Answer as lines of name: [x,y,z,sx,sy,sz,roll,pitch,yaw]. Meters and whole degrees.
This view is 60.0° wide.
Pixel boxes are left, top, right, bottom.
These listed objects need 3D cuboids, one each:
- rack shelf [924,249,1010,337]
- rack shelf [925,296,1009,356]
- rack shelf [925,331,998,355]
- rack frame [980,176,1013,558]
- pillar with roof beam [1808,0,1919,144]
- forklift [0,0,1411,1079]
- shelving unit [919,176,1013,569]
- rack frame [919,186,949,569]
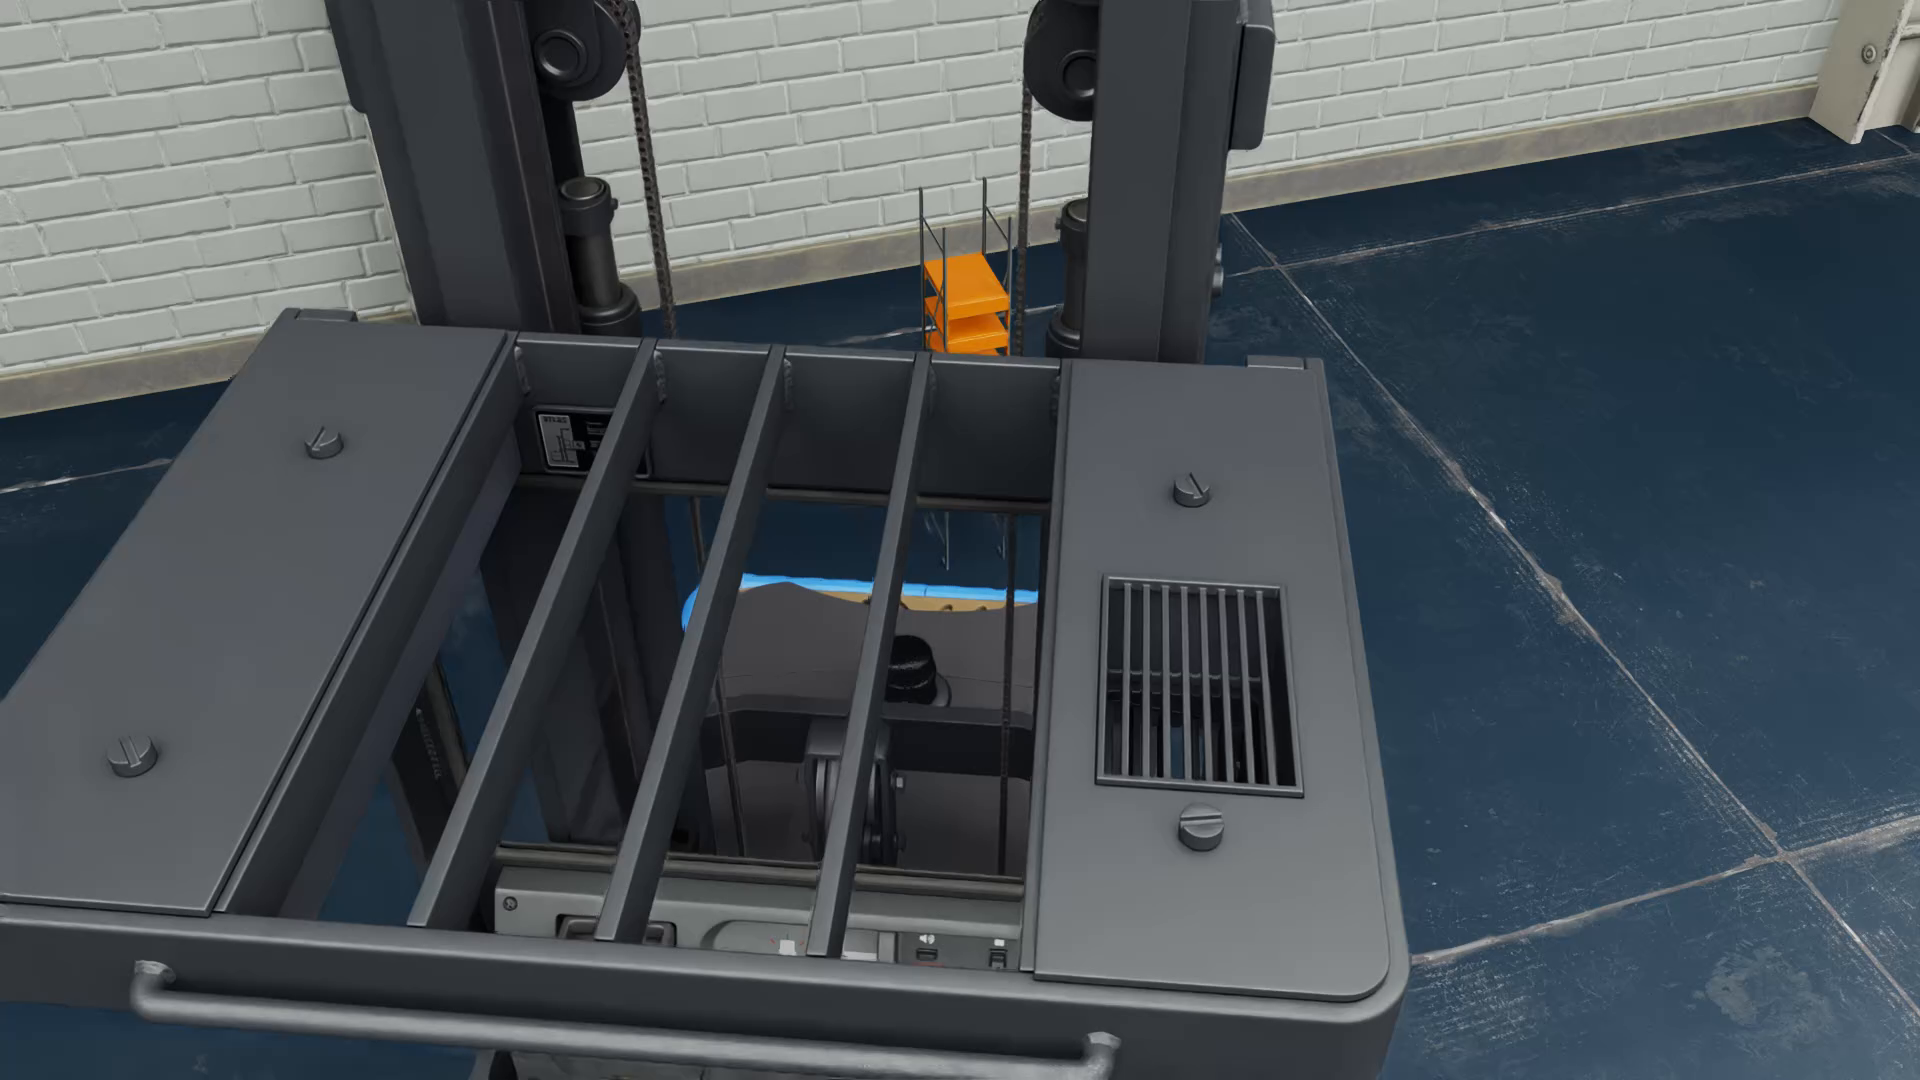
rack shelf: [0.014,-0.692,4.651,0.180,0.103,0.258,-12,42,-13]
rack shelf: [0.014,-0.602,4.730,0.180,0.103,0.258,-12,42,-13]
rack shelf: [0.014,-0.512,4.809,0.180,0.103,0.258,-12,42,-13]
rack frame: [0.101,-0.473,4.879,0.006,1.200,0.240,-12,42,-13]
pillar with roof beam: [5.299,-2.540,1.318,0.400,9.000,9.100,-12,42,-13]
forklift: [-0.198,0.760,2.153,1.130,2.935,3.031,3,41,4]
shelving unit: [0.014,-0.455,4.859,0.189,1.200,0.258,-12,42,-13]
rack frame: [-0.073,-0.437,4.838,0.006,1.200,0.240,-12,42,-13]
